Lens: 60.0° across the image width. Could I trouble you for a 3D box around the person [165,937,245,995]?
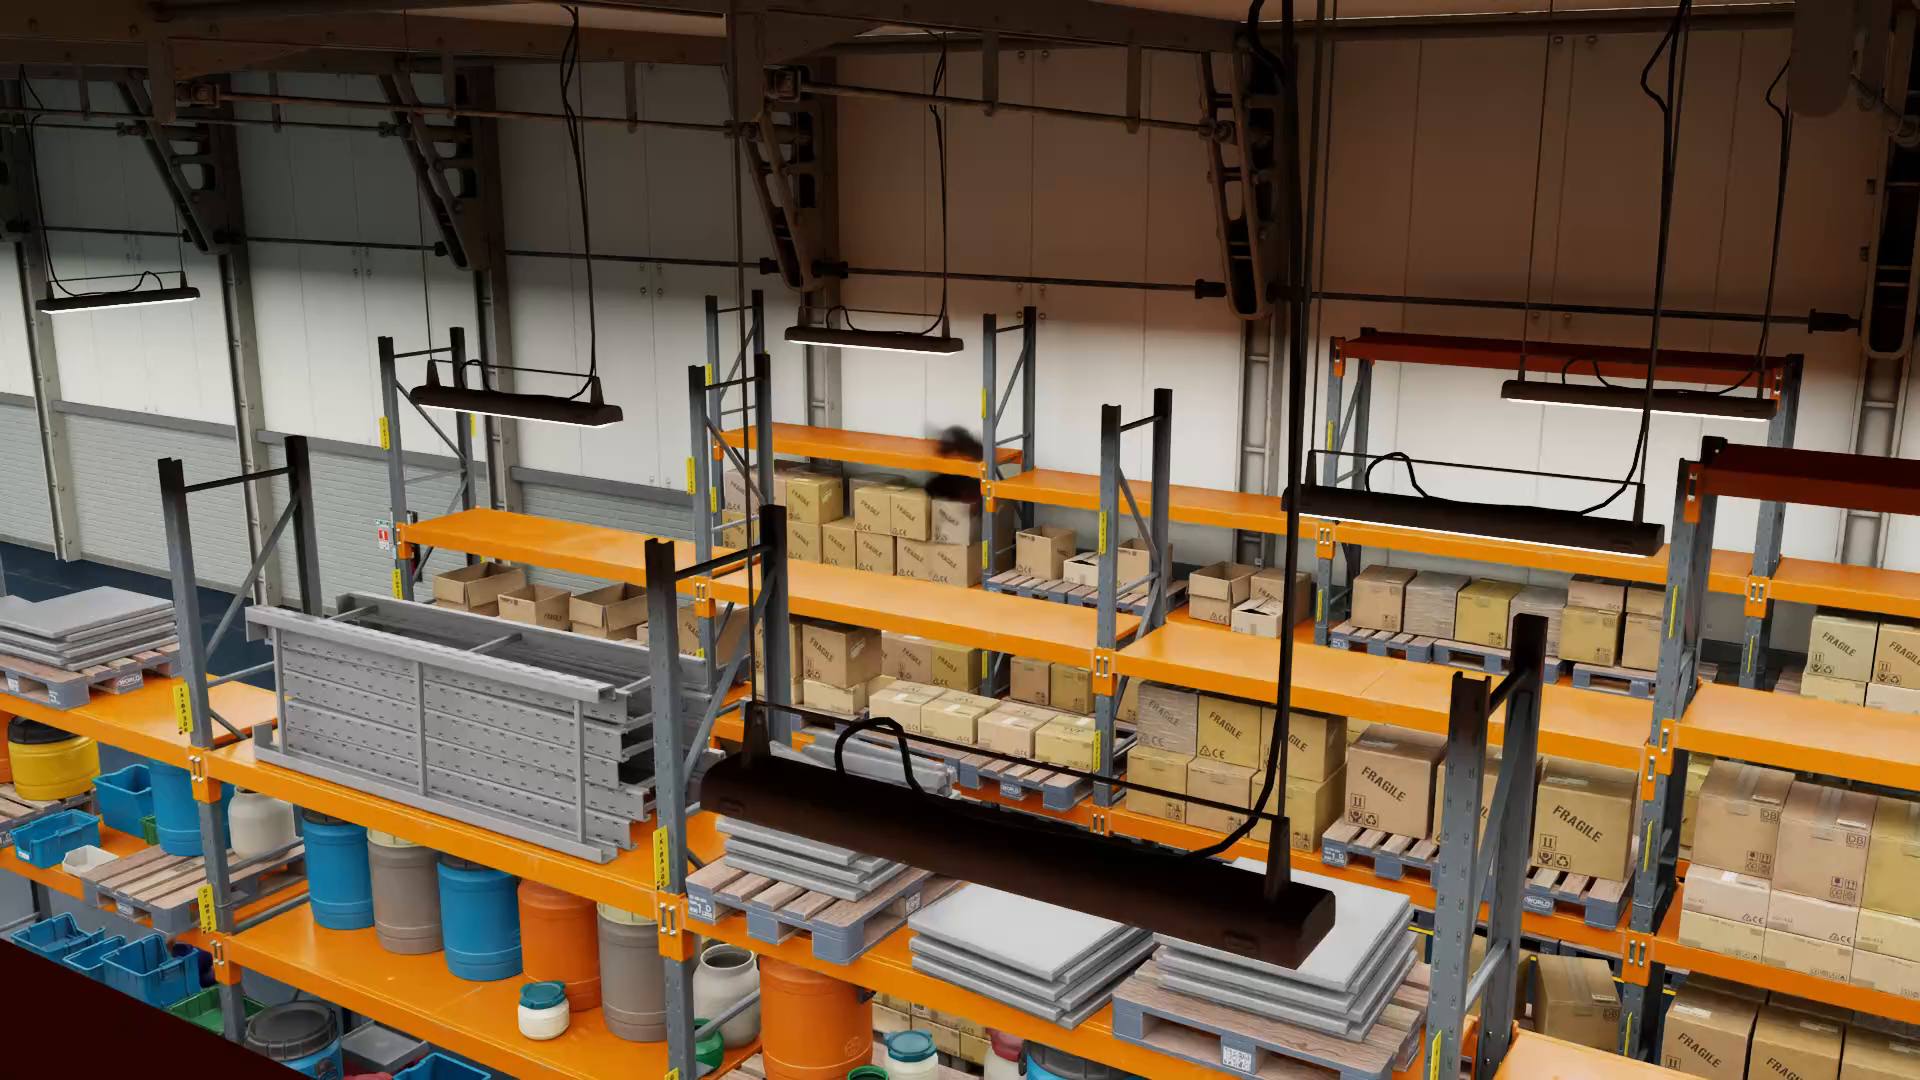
[{"bbox_3d":[-6.904,3.722,14.948,0.617,1.577,0.635,5,15,19],"label":"person"}]
